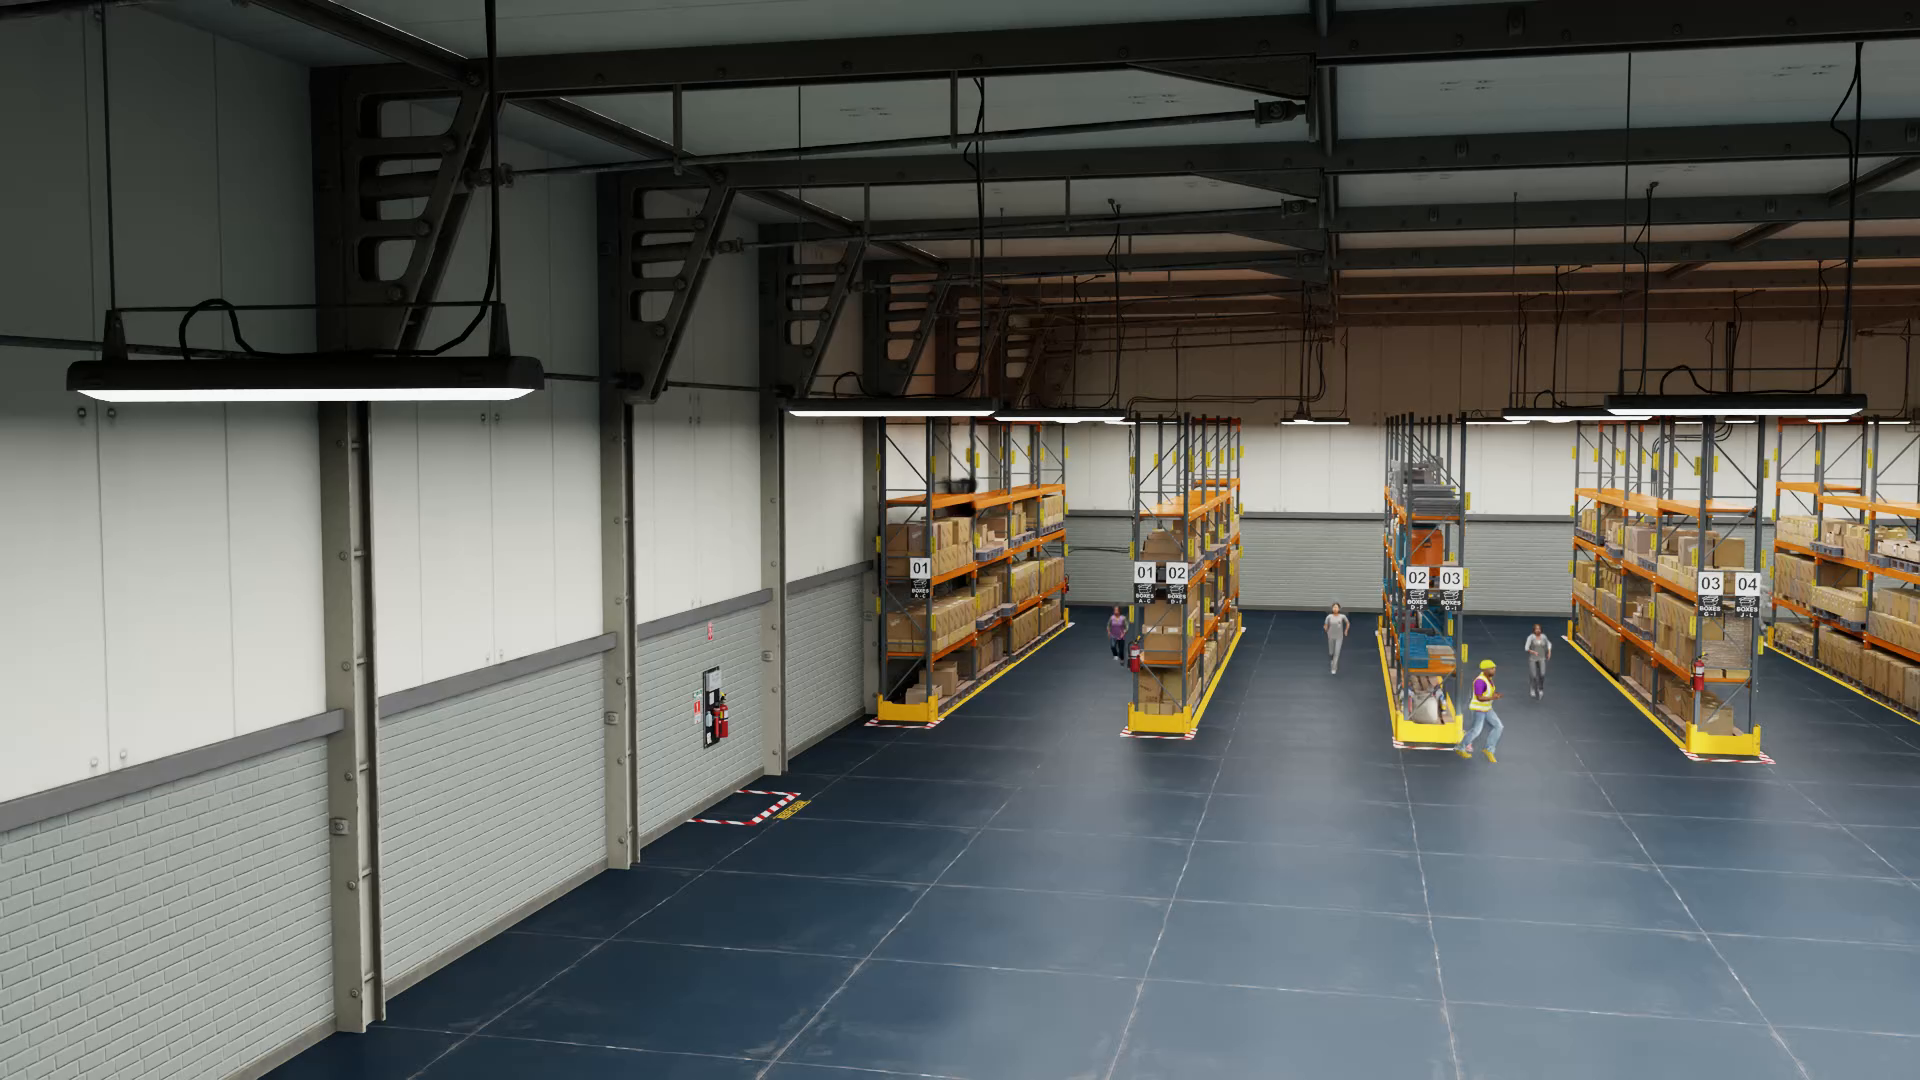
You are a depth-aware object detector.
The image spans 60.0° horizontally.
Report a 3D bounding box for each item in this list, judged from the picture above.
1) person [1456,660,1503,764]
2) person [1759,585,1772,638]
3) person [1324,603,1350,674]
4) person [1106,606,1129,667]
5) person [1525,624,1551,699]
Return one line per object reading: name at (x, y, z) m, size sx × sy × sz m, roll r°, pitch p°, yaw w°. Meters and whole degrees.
person at (8.903, 2.927, 28.414) m, size 0.827 × 1.789 × 0.728 m, roll 3°, pitch 5°, yaw 38°
person at (21.408, 1.824, 44.659) m, size 0.814 × 1.805 × 0.680 m, roll -1°, pitch 4°, yaw -9°
person at (8.779, 2.289, 38.798) m, size 0.582 × 1.639 × 0.901 m, roll 1°, pitch 4°, yaw 18°
person at (3.670, 2.314, 38.929) m, size 0.535 × 1.367 × 0.699 m, roll 1°, pitch 4°, yaw 14°
person at (12.196, 2.561, 35.078) m, size 0.567 × 1.604 × 0.650 m, roll 1°, pitch 4°, yaw 9°
